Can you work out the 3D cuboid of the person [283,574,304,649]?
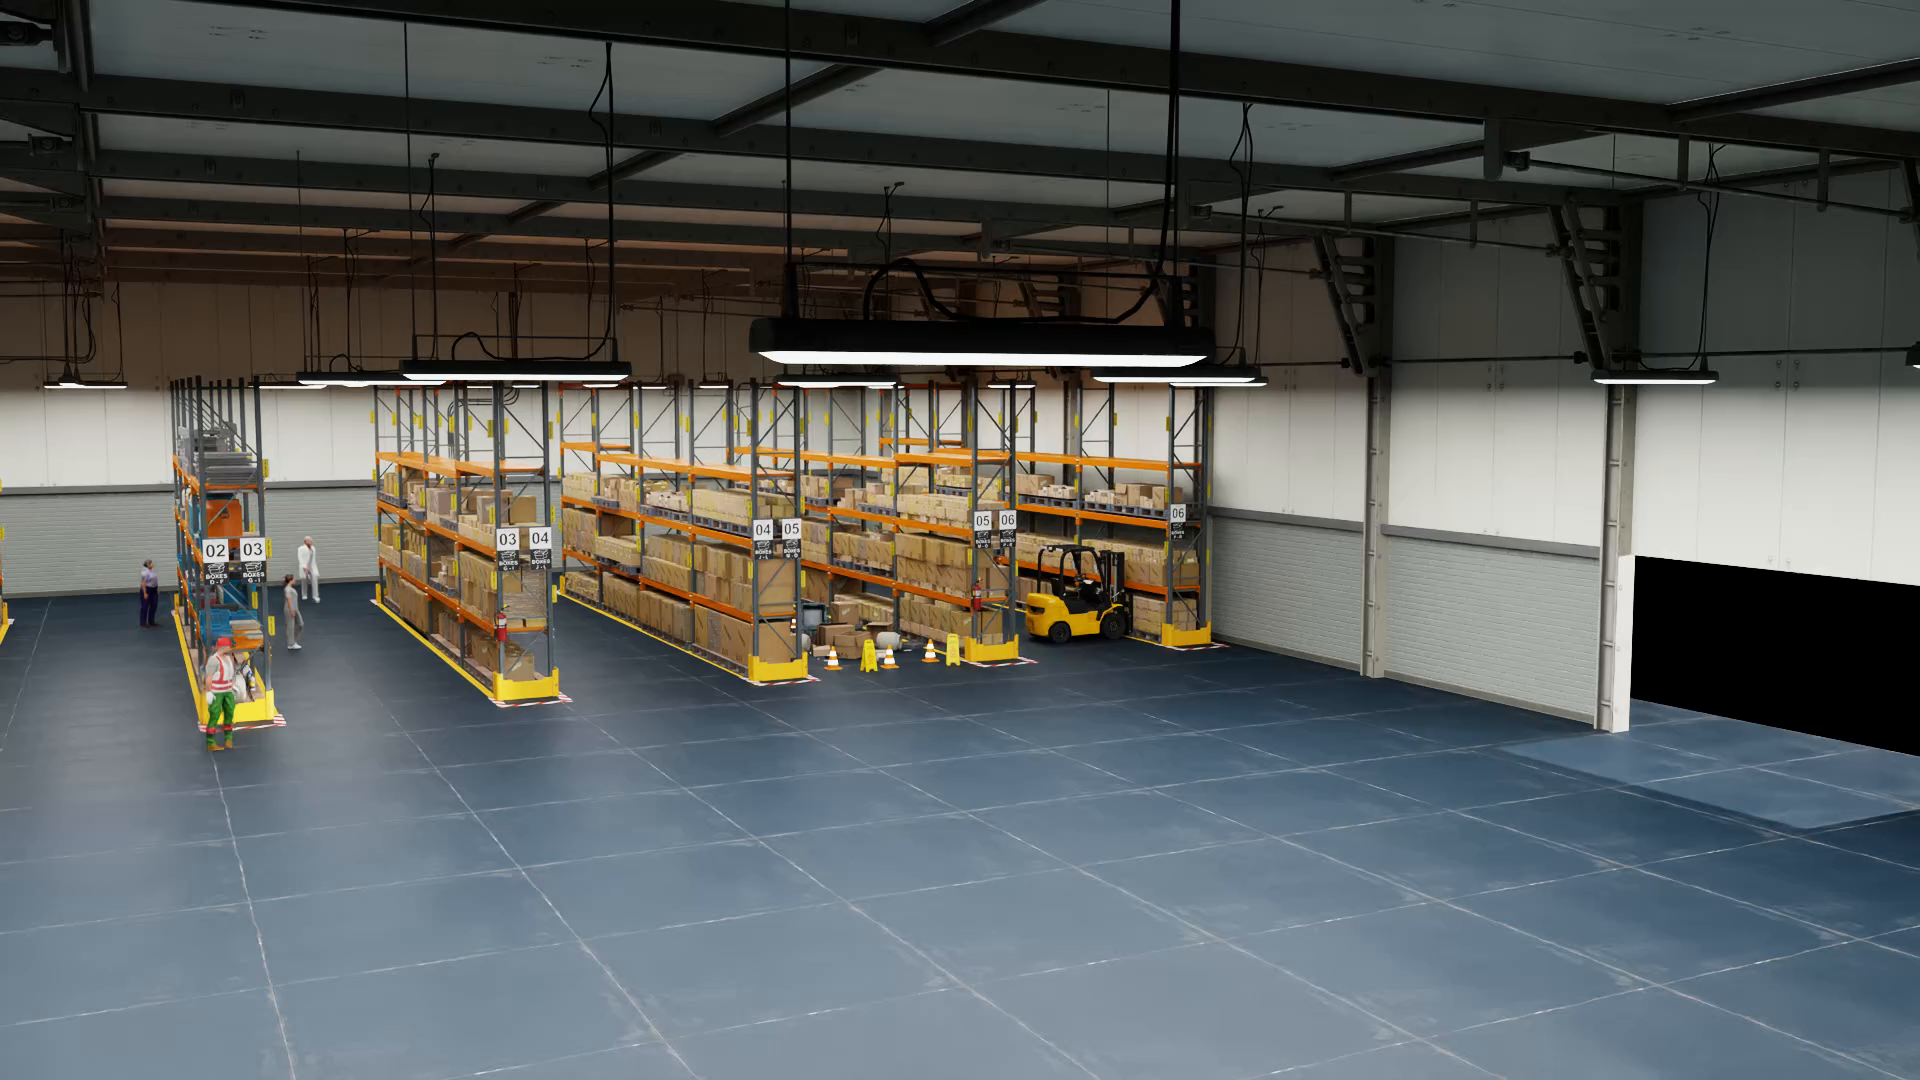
[{"bbox_3d":[-14.936,1.598,37.166,0.402,1.685,0.490,0,5,2],"label":"person"}]

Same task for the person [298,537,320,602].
[{"bbox_3d":[-17.803,0.835,45.454,0.530,1.643,0.985,-3,6,-33],"label":"person"}]

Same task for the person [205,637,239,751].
[{"bbox_3d":[-11.870,2.456,26.718,0.390,1.792,0.610,1,5,16],"label":"person"}]

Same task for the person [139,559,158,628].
[{"bbox_3d":[-19.797,1.293,40.606,0.383,1.664,0.511,1,5,15],"label":"person"}]
